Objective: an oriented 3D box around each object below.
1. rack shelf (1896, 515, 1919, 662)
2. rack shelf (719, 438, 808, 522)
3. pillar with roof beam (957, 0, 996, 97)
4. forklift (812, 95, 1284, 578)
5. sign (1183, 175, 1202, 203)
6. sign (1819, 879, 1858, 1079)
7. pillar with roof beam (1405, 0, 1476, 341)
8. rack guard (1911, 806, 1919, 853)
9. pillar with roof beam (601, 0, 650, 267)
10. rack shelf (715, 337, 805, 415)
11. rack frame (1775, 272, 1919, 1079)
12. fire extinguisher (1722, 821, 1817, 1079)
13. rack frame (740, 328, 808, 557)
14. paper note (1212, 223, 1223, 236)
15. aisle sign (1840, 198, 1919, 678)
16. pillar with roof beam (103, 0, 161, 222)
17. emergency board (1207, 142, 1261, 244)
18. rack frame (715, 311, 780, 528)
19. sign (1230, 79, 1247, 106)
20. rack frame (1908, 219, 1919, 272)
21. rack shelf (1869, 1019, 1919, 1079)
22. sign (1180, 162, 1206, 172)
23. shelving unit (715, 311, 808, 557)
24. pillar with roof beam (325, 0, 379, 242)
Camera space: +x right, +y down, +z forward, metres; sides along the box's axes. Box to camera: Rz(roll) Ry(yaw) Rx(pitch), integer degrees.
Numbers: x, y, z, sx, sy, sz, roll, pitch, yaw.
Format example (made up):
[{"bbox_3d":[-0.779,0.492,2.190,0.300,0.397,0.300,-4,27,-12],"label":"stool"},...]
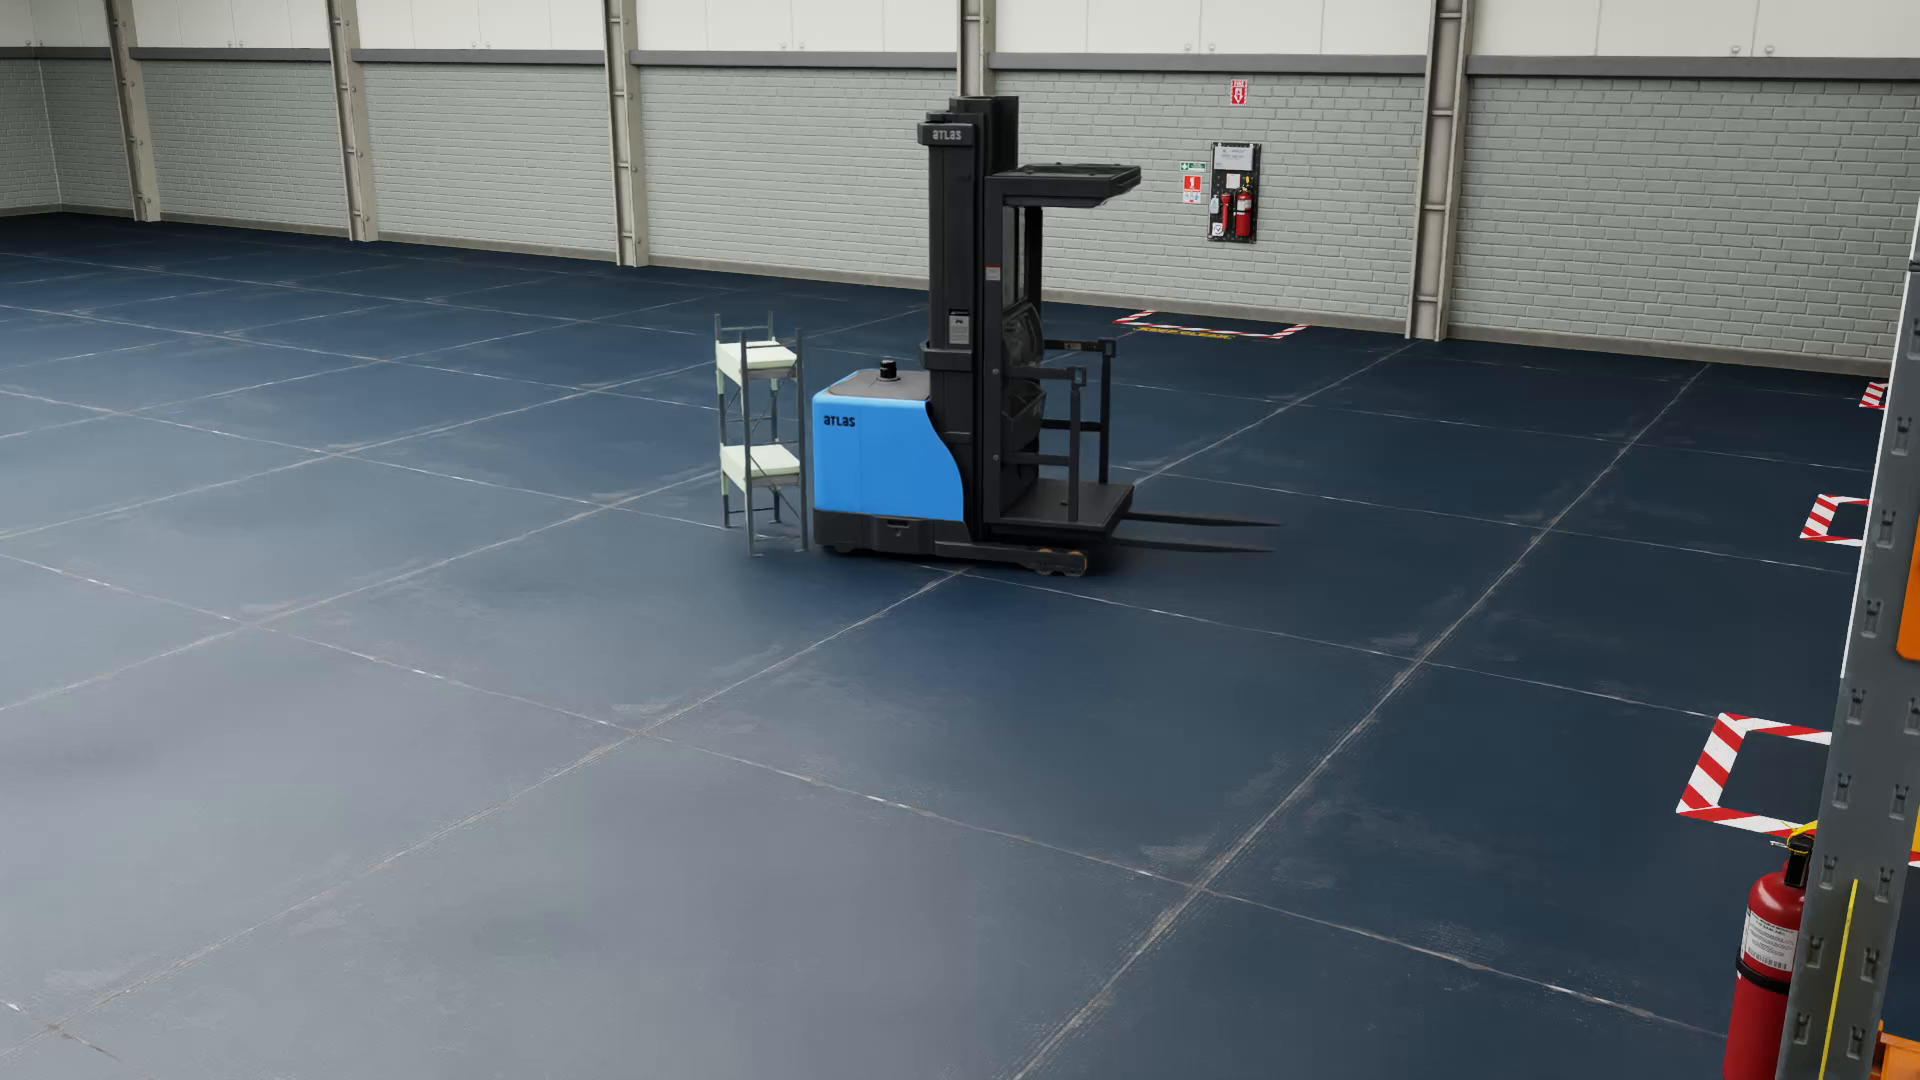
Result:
[{"bbox_3d":[3.310,0.169,1.742,4.000,0.370,1.077,10,20,30],"label":"rack shelf"},{"bbox_3d":[-1.340,-0.415,11.290,0.431,0.370,0.720,-6,18,-20],"label":"rack shelf"},{"bbox_3d":[-2.047,-6.462,17.172,0.400,9.000,9.100,10,20,30],"label":"pillar with roof beam"},{"bbox_3d":[0.596,-1.334,10.729,3.031,2.935,1.130,5,18,15],"label":"forklift"},{"bbox_3d":[2.816,-4.257,20.174,0.234,0.329,0.001,10,20,30],"label":"sign"},{"bbox_3d":[1.322,0.676,2.506,0.005,0.325,0.100,10,20,30],"label":"sign"},{"bbox_3d":[3.066,-5.550,14.168,0.400,9.000,9.100,10,20,30],"label":"pillar with roof beam"},{"bbox_3d":[4.287,0.925,7.477,0.348,0.500,1.175,10,20,30],"label":"rack guard"},{"bbox_3d":[-7.160,-7.375,20.177,0.400,9.000,9.100,10,20,30],"label":"pillar with roof beam"},{"bbox_3d":[-1.340,-1.101,11.082,0.431,0.370,0.720,-6,18,-20],"label":"rack shelf"},{"bbox_3d":[1.605,0.956,3.075,0.127,3.000,1.000,10,20,30],"label":"rack frame"},{"bbox_3d":[1.749,0.861,3.519,0.183,0.674,0.296,10,20,30],"label":"fire extinguisher"},{"bbox_3d":[-1.211,-0.628,10.867,0.400,1.500,0.023,-6,18,-20],"label":"rack frame"},{"bbox_3d":[3.118,-3.753,20.091,0.142,0.148,0.016,10,20,30],"label":"paper note"},{"bbox_3d":[1.396,-0.223,2.483,0.004,0.787,0.394,10,20,30],"label":"aisle sign"},{"bbox_3d":[-17.385,-9.200,26.186,0.400,9.000,9.100,10,20,30],"label":"pillar with roof beam"},{"bbox_3d":[3.233,-4.131,19.818,0.643,1.169,0.194,10,20,30],"label":"emergency board"},{"bbox_3d":[-1.468,-0.827,11.523,0.400,1.500,0.023,-6,18,-20],"label":"rack frame"},{"bbox_3d":[3.278,-5.266,19.567,0.199,0.298,0.001,10,20,30],"label":"sign"},{"bbox_3d":[1.605,-1.915,2.203,0.127,3.000,1.000,10,20,30],"label":"rack frame"},{"bbox_3d":[3.310,1.604,2.178,4.000,0.370,1.077,10,20,30],"label":"rack shelf"},{"bbox_3d":[2.815,-4.508,20.088,0.331,0.109,0.001,10,20,30],"label":"sign"},{"bbox_3d":[-1.340,-0.727,11.195,0.431,1.500,0.755,-6,18,-20],"label":"shelving unit"},{"bbox_3d":[-12.272,-8.287,23.181,0.400,9.000,9.100,10,20,30],"label":"pillar with roof beam"}]
